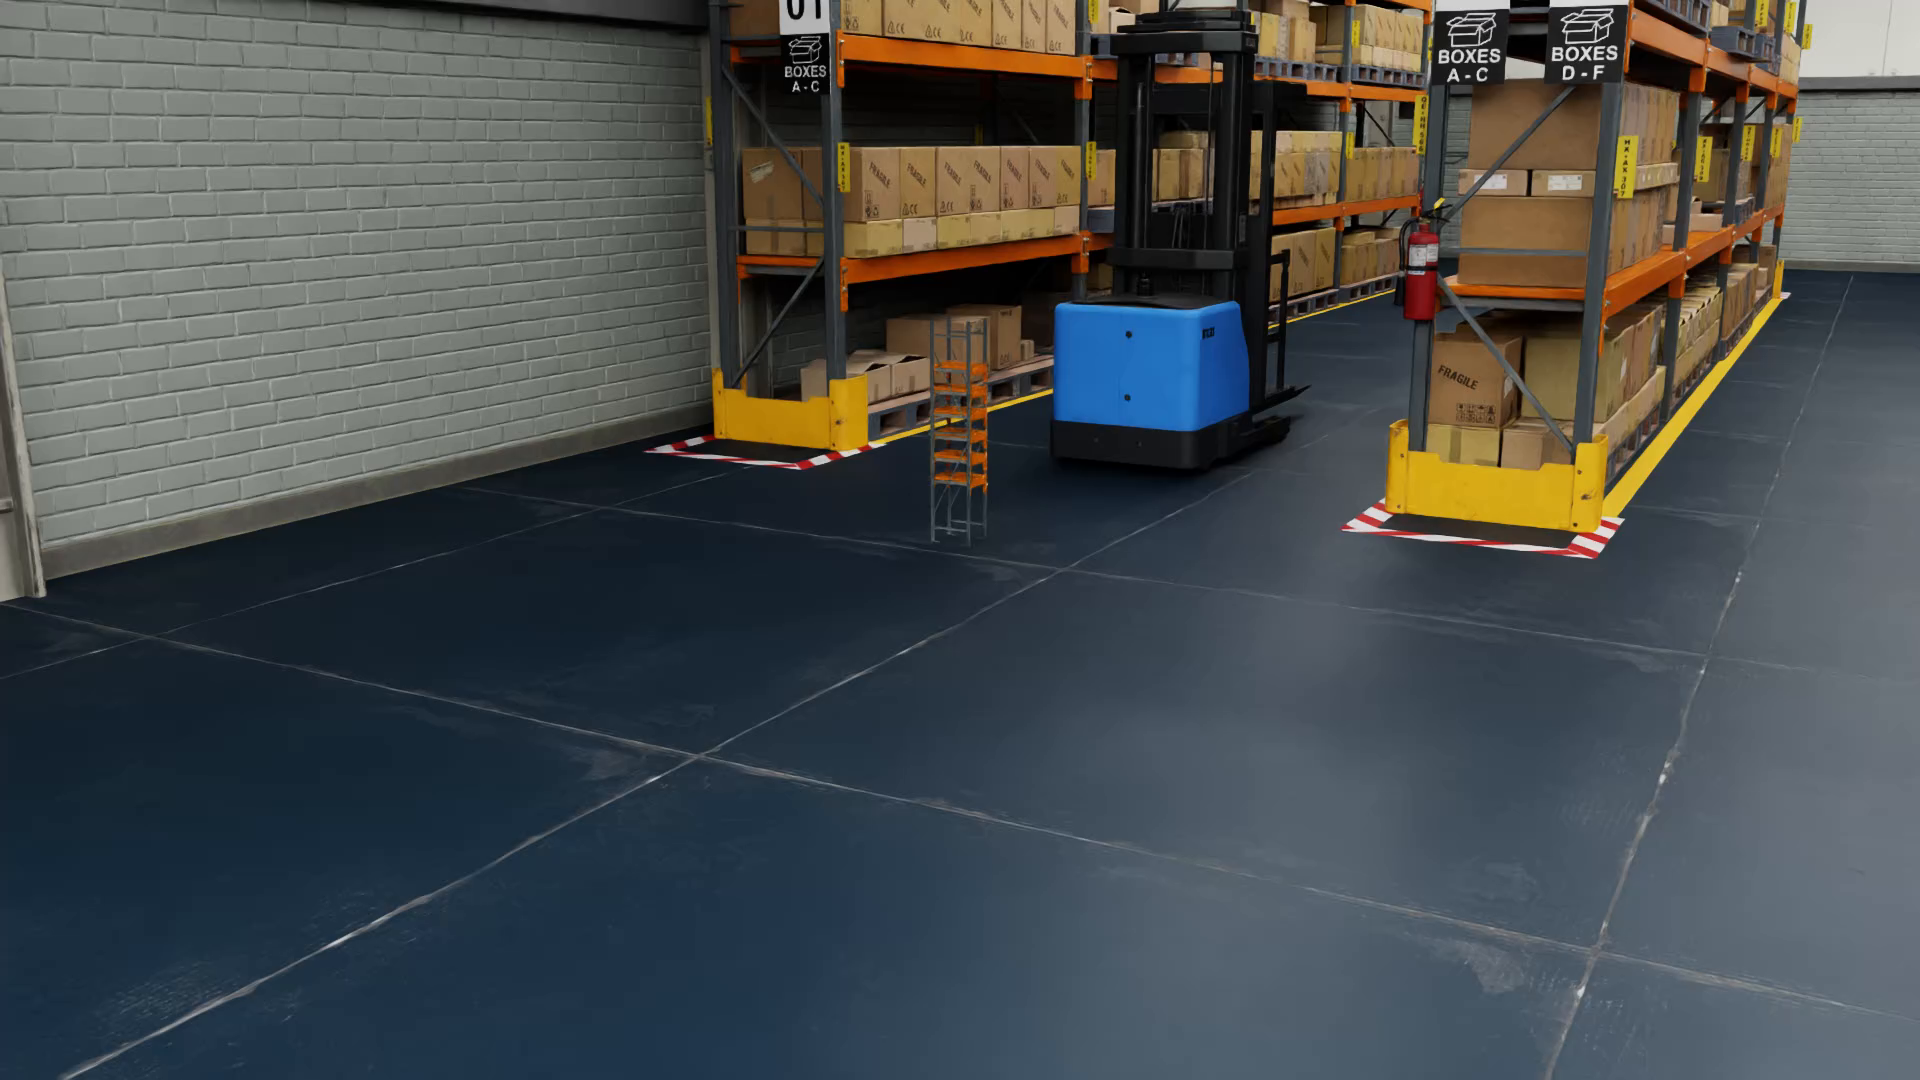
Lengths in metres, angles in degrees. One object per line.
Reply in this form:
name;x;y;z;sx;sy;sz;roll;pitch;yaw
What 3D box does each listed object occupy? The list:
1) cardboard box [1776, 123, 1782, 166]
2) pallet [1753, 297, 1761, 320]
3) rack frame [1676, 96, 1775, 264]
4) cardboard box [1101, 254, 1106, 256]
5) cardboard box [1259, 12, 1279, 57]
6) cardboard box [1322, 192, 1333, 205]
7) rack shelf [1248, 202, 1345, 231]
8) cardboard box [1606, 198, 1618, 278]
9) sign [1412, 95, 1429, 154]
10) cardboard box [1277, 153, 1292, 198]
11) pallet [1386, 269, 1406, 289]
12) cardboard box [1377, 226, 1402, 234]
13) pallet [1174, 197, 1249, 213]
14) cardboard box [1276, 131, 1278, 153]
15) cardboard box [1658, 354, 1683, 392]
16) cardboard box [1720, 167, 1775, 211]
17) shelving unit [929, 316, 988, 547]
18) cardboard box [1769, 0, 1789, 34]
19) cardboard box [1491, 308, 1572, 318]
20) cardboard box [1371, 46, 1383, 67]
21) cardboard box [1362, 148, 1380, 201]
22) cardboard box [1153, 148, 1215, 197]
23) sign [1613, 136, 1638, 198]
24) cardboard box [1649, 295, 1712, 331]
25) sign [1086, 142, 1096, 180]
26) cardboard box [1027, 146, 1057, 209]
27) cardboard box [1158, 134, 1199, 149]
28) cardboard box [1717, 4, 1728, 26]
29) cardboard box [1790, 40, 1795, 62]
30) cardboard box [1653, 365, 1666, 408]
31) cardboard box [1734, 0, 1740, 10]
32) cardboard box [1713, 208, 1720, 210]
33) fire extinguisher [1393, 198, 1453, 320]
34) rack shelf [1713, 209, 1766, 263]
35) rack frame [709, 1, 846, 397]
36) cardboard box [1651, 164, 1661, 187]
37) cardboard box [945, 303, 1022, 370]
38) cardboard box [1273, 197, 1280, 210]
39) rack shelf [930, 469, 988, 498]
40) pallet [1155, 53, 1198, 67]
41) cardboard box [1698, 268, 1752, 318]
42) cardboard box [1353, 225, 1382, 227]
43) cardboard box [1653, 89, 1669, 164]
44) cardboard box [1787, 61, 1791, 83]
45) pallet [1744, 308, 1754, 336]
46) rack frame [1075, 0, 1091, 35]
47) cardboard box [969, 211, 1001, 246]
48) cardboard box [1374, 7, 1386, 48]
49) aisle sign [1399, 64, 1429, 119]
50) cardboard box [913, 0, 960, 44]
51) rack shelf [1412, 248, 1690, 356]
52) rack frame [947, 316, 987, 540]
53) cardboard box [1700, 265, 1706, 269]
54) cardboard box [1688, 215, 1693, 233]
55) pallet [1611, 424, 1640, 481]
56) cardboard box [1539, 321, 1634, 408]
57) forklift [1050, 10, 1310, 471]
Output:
cardboard box;9.600;-4.766;20.057;0.500;0.500;0.500;7;15;26
pallet;9.209;-2.846;20.389;1.003;0.211;1.213;7;15;28
rack frame;8.876;-4.061;19.478;1.000;3.000;0.127;7;15;28
cardboard box;1.727;-2.794;17.019;0.500;0.250;0.500;7;15;28
cardboard box;3.278;-5.854;19.364;0.700;0.500;0.500;8;16;31
cardboard box;4.521;-4.353;21.183;0.380;0.149;0.250;8;16;29
rack shelf;3.571;-3.861;20.185;1.077;0.370;4.000;7;15;28
cardboard box;3.562;-1.850;10.094;0.700;0.500;0.500;8;16;29
sign;2.607;-2.341;9.369;0.100;0.325;0.005;7;15;28
cardboard box;3.566;-4.282;19.506;0.500;0.500;0.500;7;15;28
pallet;6.154;-3.913;24.816;1.003;0.211;1.213;7;15;28
cardboard box;6.319;-4.544;24.537;0.380;0.149;0.250;7;15;27
pallet;2.353;-3.549;17.765;1.213;0.211;1.003;7;15;28
cardboard box;3.309;-4.543;18.985;0.500;0.250;0.500;7;15;27
cardboard box;5.421;-1.342;13.170;0.500;0.250;0.500;7;15;27
cardboard box;9.361;-4.183;19.772;0.500;0.500;0.500;8;16;30
shelving unit;-0.007;-0.580;8.881;0.258;1.200;0.189;7;15;28
cardboard box;9.444;-6.244;19.788;0.700;0.500;0.500;7;15;28
cardboard box;4.028;-1.387;11.756;0.500;0.500;0.500;7;15;28
cardboard box;5.362;-6.474;22.299;0.500;0.250;0.500;7;15;27
cardboard box;5.172;-5.026;22.840;0.980;0.700;0.700;7;15;27
cardboard box;2.386;-3.966;17.931;0.700;0.500;0.500;5;15;21
sign;3.558;-1.994;8.889;0.100;0.325;0.005;7;15;28
cardboard box;6.413;-2.034;14.846;0.500;0.311;0.500;7;15;28
sign;1.150;-3.341;14.645;0.100;0.325;0.005;7;15;28
cardboard box;0.477;-3.046;13.947;0.500;0.500;0.500;7;15;28
cardboard box;2.321;-4.237;17.671;0.380;0.149;0.250;5;14;19
cardboard box;6.535;-4.621;14.824;0.500;0.250;0.500;8;16;30
cardboard box;10.063;-6.068;20.654;0.500;0.250;0.500;7;15;28
cardboard box;4.976;-1.167;12.446;0.500;0.250;0.500;7;15;28
cardboard box;7.406;-5.427;16.396;0.500;0.500;0.500;7;15;28
cardboard box;8.893;-4.241;20.012;0.500;0.500;0.500;8;16;29
fire extinguisher;2.612;-1.590;9.393;0.296;0.674;0.183;7;15;28
rack shelf;7.910;-3.301;17.860;1.077;0.370;4.000;7;15;28
rack frame;-1.263;-2.159;11.591;1.000;3.000;0.127;7;15;28
cardboard box;4.572;-2.495;11.385;0.380;0.149;0.250;7;15;28
cardboard box;0.204;-1.761;14.334;0.500;0.500;0.500;6;15;24
cardboard box;3.564;-3.997;19.705;0.380;0.149;0.250;8;16;29
rack shelf;-0.007;-0.304;8.947;0.258;0.103;0.180;7;15;28
pallet;1.561;-4.675;16.024;1.213;0.211;1.003;7;15;28
cardboard box;8.400;-2.723;18.321;0.500;0.500;0.500;8;16;29
cardboard box;6.106;-4.640;24.932;0.380;0.149;0.250;7;15;28
cardboard box;4.557;-2.903;11.695;0.700;0.500;0.500;7;15;28
cardboard box;10.055;-5.825;20.717;0.500;0.250;0.500;7;15;28
pallet;8.516;-2.534;19.095;1.003;0.211;1.213;7;15;28
rack frame;0.671;-5.897;14.292;1.000;3.000;0.127;7;15;28
cardboard box;-0.013;-2.476;13.180;0.500;0.250;0.500;8;15;29
cardboard box;5.371;-6.845;22.235;0.500;0.500;0.500;7;15;27
aisle sign;6.769;-6.687;24.822;0.394;0.787;0.004;7;15;28
cardboard box;-0.344;-3.929;12.276;0.500;0.500;0.500;8;16;31
rack shelf;4.042;-1.660;11.052;1.077;0.370;4.000;7;15;28
rack frame;0.037;-0.599;8.958;0.240;1.200;0.006;7;15;28
cardboard box;8.181;-2.877;18.963;0.500;0.500;0.500;8;16;29
cardboard box;6.376;-2.850;14.992;0.380;0.149;0.250;9;16;32
pallet;3.999;-0.654;11.297;1.003;0.211;1.213;7;15;28
cardboard box;4.000;-1.123;10.661;0.500;0.500;0.500;7;15;28
forklift;1.755;-2.170;11.780;1.130;2.935;3.031;7;15;28
